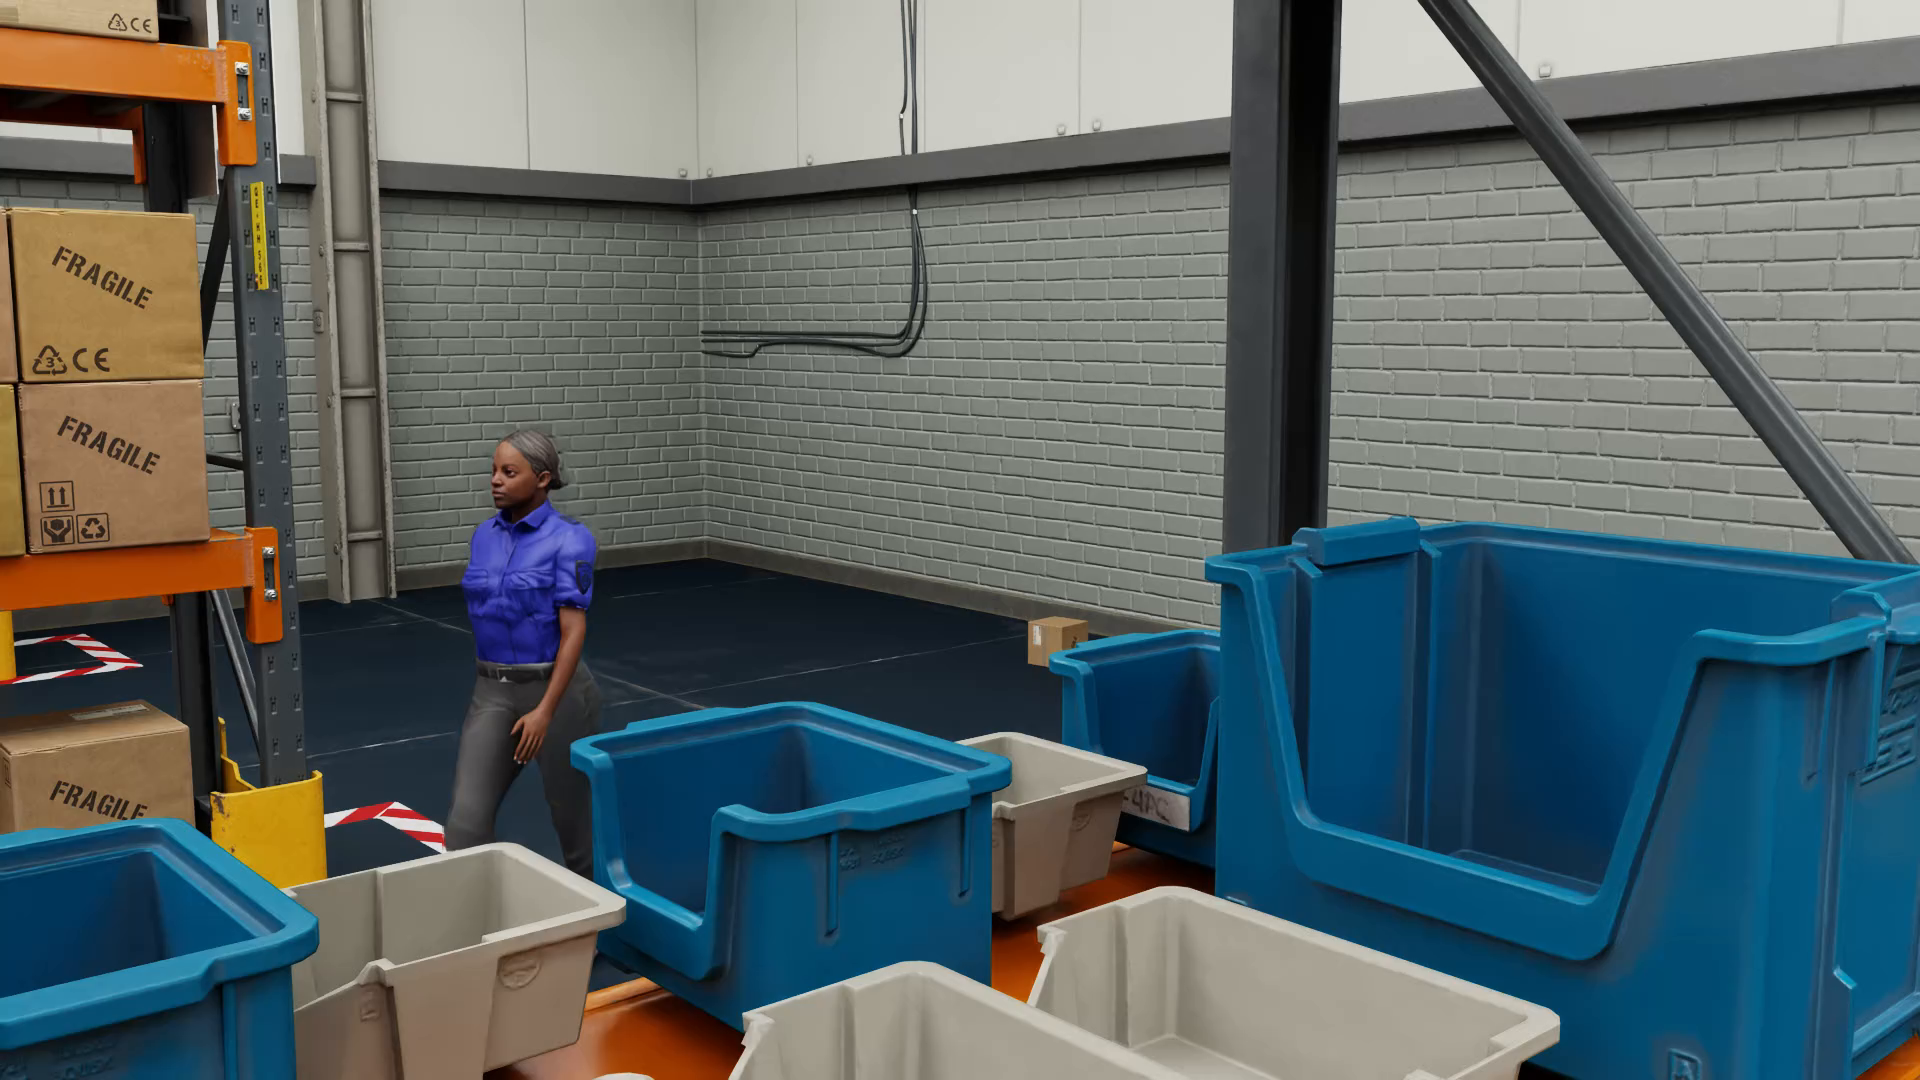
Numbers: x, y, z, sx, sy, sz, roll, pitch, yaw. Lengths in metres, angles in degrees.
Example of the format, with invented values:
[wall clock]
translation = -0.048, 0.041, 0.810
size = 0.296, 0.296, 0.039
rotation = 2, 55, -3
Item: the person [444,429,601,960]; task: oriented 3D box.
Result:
[person]
translation = -1.290, 0.527, 4.858
size = 0.452, 1.691, 0.741
rotation = 2, 8, 17
